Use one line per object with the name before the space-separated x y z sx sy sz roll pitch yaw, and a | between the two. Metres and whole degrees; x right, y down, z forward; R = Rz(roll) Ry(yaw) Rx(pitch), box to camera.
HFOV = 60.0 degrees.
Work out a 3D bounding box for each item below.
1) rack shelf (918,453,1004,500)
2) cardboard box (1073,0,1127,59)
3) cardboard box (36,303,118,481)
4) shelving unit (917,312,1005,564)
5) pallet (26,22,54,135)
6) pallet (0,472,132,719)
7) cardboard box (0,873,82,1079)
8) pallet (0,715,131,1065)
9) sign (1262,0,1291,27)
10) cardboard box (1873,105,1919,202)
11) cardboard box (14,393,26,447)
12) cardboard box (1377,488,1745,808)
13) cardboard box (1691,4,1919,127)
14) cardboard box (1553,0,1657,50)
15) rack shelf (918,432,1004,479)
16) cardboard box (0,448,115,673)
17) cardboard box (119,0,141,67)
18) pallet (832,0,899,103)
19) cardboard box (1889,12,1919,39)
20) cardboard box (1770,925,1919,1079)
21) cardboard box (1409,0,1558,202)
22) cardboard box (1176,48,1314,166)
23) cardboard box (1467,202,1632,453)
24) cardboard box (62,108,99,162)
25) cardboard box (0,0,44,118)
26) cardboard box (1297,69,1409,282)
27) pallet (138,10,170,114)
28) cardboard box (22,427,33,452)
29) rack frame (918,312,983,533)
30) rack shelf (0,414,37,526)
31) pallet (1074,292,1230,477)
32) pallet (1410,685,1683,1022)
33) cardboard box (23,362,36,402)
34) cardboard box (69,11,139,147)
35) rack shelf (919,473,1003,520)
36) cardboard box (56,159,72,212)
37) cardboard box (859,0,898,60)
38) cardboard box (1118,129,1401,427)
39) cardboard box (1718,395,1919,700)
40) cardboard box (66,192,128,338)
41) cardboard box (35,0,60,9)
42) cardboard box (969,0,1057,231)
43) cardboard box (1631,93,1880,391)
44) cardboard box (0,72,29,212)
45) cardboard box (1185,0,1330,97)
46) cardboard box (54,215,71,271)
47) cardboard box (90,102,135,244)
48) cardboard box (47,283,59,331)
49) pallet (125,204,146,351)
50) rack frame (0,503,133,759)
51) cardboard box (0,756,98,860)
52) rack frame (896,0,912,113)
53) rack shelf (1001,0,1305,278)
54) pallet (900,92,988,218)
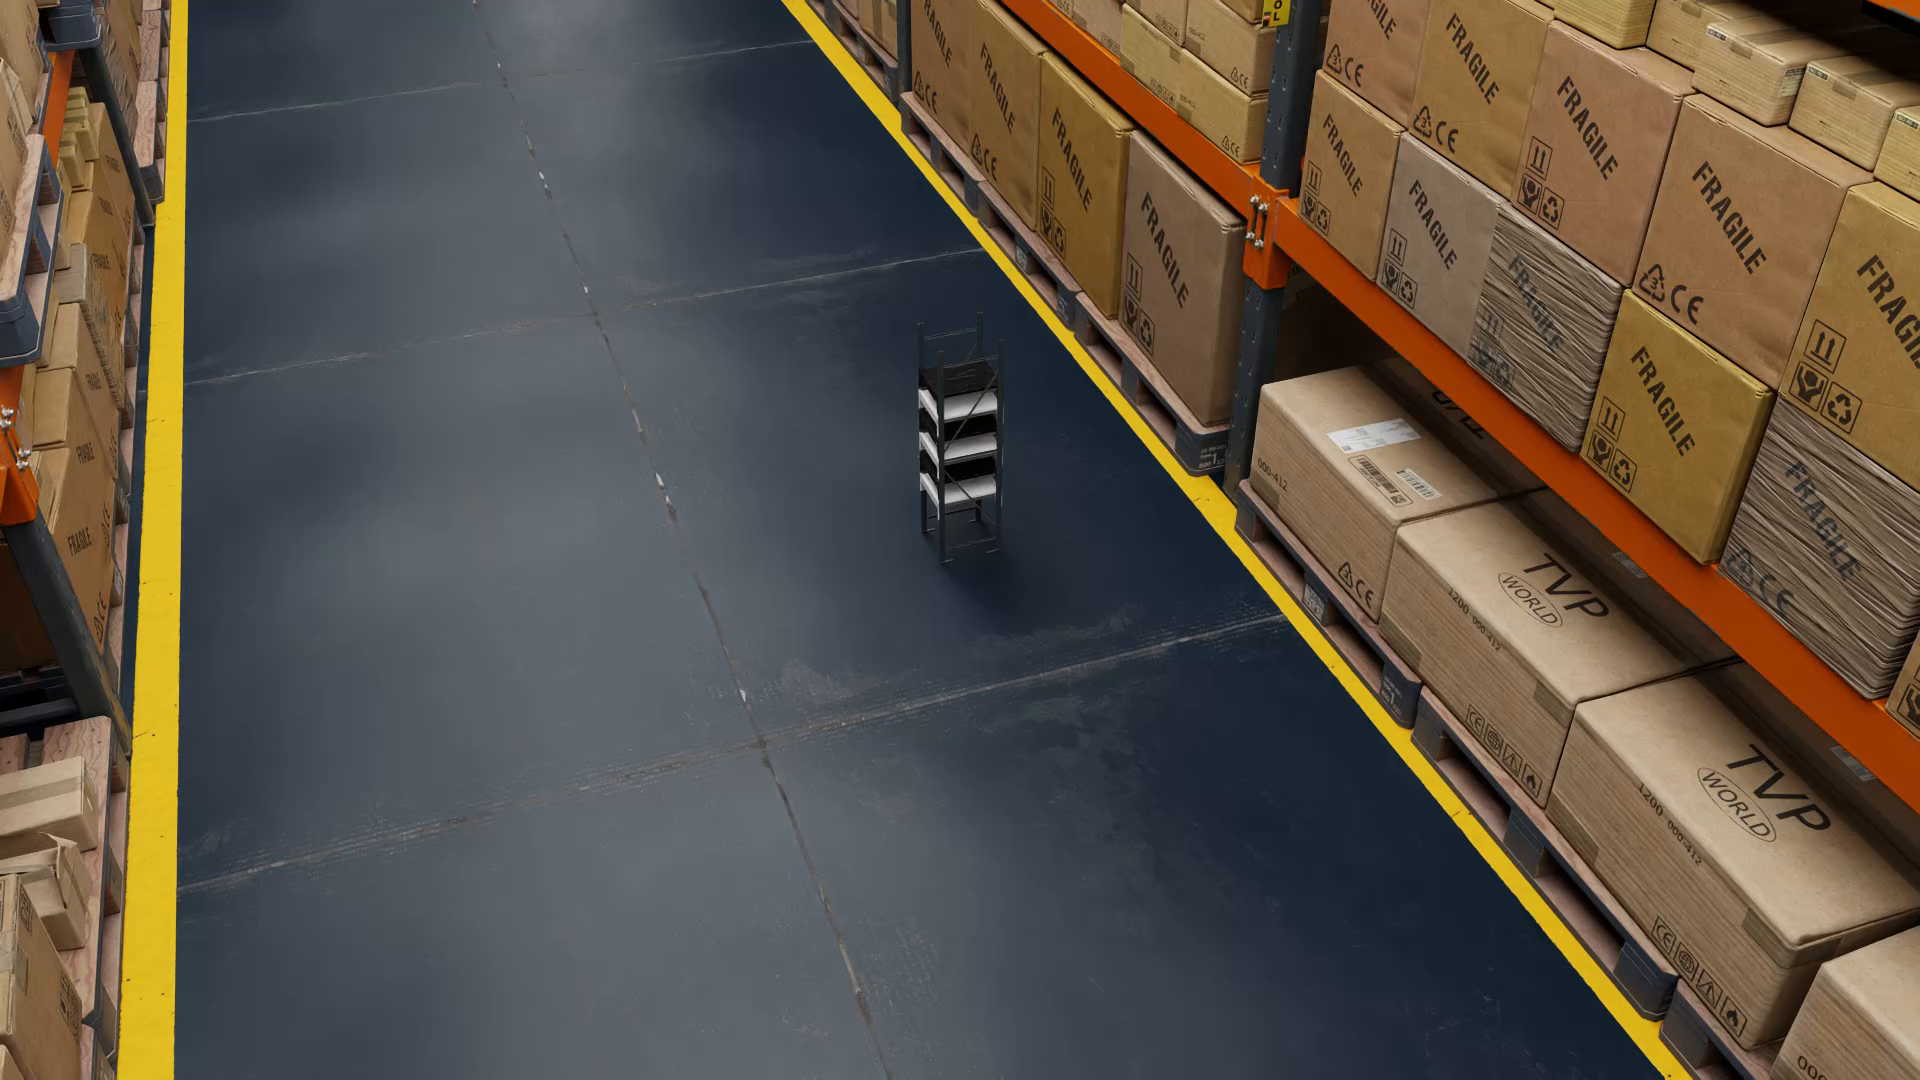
rack shelf | 0.003 -0.256 6.047 0.258 0.077 0.200 -12 39 -16
cardboard box | 0.794 -2.180 6.776 0.500 0.250 0.500 -13 39 -17
cardboard box | -3.459 -0.503 6.153 0.500 0.500 0.500 -14 39 -17
shelving unit | 0.003 -0.355 5.973 0.258 0.900 0.210 -12 39 -16
pallet | -3.847 -1.517 5.931 1.003 0.211 1.213 -12 39 -16
pallet | -3.459 0.230 5.769 1.003 0.211 1.213 -12 39 -16
cardboard box | -2.504 1.216 3.871 0.700 0.500 0.500 -14 39 -18
pallet | -2.908 1.070 4.654 1.003 0.211 1.213 -12 39 -16
sign | 1.009 -1.775 5.217 0.100 0.325 0.005 -12 39 -16
cardboard box | 2.090 -0.771 3.328 0.380 0.149 0.250 -12 38 -15
cardboard box | -3.152 -0.374 5.195 0.380 0.149 0.250 -14 39 -18
cardboard box | 1.939 0.276 5.171 0.875 0.438 0.875 -14 39 -17
cardboard box | 1.887 -1.064 3.716 0.380 0.149 0.250 -12 39 -16
cardboard box | 1.703 -1.342 4.085 0.380 0.149 0.250 -14 39 -17
rack shelf | 0.003 -0.328 5.993 0.258 0.077 0.200 -12 39 -16
cardboard box | -3.099 0.079 5.381 0.500 0.500 0.500 -11 38 -14
cardboard box | -5.186 -3.014 9.383 0.875 0.625 0.625 -14 39 -18
pallet | -0.129 -3.049 10.123 1.003 0.211 1.213 -12 39 -16
cardboard box | 2.399 -1.181 3.872 0.380 0.149 0.250 -12 39 -16
cardboard box | 2.571 1.301 3.810 0.875 0.438 0.875 -14 39 -17
cardboard box | 1.620 -1.295 4.563 0.500 0.500 0.500 -13 39 -17
cardboard box | 1.124 -1.603 6.010 0.500 0.250 0.500 -13 39 -17
cardboard box | 1.765 -0.615 4.490 0.500 0.500 0.500 -12 39 -16
cardboard box | -3.990 -1.746 7.264 0.380 0.149 0.250 -14 39 -18
cardboard box | -3.549 -1.695 5.575 0.700 0.500 0.500 -13 39 -16
cardboard box | 1.431 -1.183 5.244 0.500 0.500 0.500 -11 38 -14
pallet | -5.183 -2.739 9.711 1.003 0.211 1.213 -12 39 -16
cardboard box | -3.185 -0.259 5.290 0.380 0.149 0.250 -13 39 -17
rack frame | -0.032 -0.412 6.049 0.240 0.900 0.006 -12 39 -16
rack shelf | -2.456 0.985 3.047 1.077 0.370 4.000 -12 39 -16
pallet | 1.179 -0.768 7.095 1.003 0.211 1.213 -12 39 -16
pallet | 2.127 0.788 5.028 1.003 0.211 1.213 -12 39 -16
cardboard box | -3.391 -0.553 5.681 0.380 0.149 0.250 -13 39 -17
cardboard box | -4.722 -2.266 8.390 0.875 0.625 0.625 -11 38 -15
rack shelf | 0.003 -0.184 6.102 0.258 0.077 0.200 -12 39 -16
cardboard box | -3.892 -1.429 6.844 0.380 0.149 0.250 -11 38 -15
cardboard box | -0.046 -3.161 9.788 0.950 0.372 0.625 -15 40 -19
cardboard box | 1.227 -1.115 6.654 0.875 0.875 0.875 -11 38 -15
cardboard box | 2.133 -0.035 3.720 0.500 0.500 0.500 -11 38 -15
cardboard box | -3.828 -1.087 6.928 0.500 0.500 0.500 -11 38 -14
cardboard box | -3.853 -2.271 6.547 0.500 0.250 0.500 -14 39 -18
cardboard box | 0.602 -2.128 8.000 0.875 0.875 0.875 -12 39 -15
cardboard box | 1.957 -0.718 3.796 0.500 0.500 0.500 -13 39 -16
cardboard box | -3.279 -1.252 4.987 0.700 0.500 0.500 -12 39 -15
cardboard box | 1.135 -1.800 5.856 0.500 0.250 0.500 -12 39 -16
cardboard box | -3.683 -1.139 6.458 0.380 0.149 0.250 -14 39 -18
cardboard box | -4.173 -1.667 7.698 0.500 0.500 0.500 -11 38 -15
cardboard box | -3.526 -0.843 6.065 0.380 0.149 0.250 -11 38 -14
pallet | -4.299 -1.148 7.599 1.003 0.211 1.213 -12 39 -16
rack frame | -3.144 -0.432 4.331 1.000 3.000 0.127 -12 39 -16
cardboard box | -2.676 0.793 4.725 0.380 0.149 0.250 -14 39 -17
rack frame | 0.139 -3.722 8.698 1.000 3.000 0.127 -12 39 -16
rack shelf | 0.827 -2.304 7.414 1.077 0.370 4.000 -12 39 -16
pallet | 0.339 -2.147 8.925 1.003 0.211 1.213 -12 39 -16
